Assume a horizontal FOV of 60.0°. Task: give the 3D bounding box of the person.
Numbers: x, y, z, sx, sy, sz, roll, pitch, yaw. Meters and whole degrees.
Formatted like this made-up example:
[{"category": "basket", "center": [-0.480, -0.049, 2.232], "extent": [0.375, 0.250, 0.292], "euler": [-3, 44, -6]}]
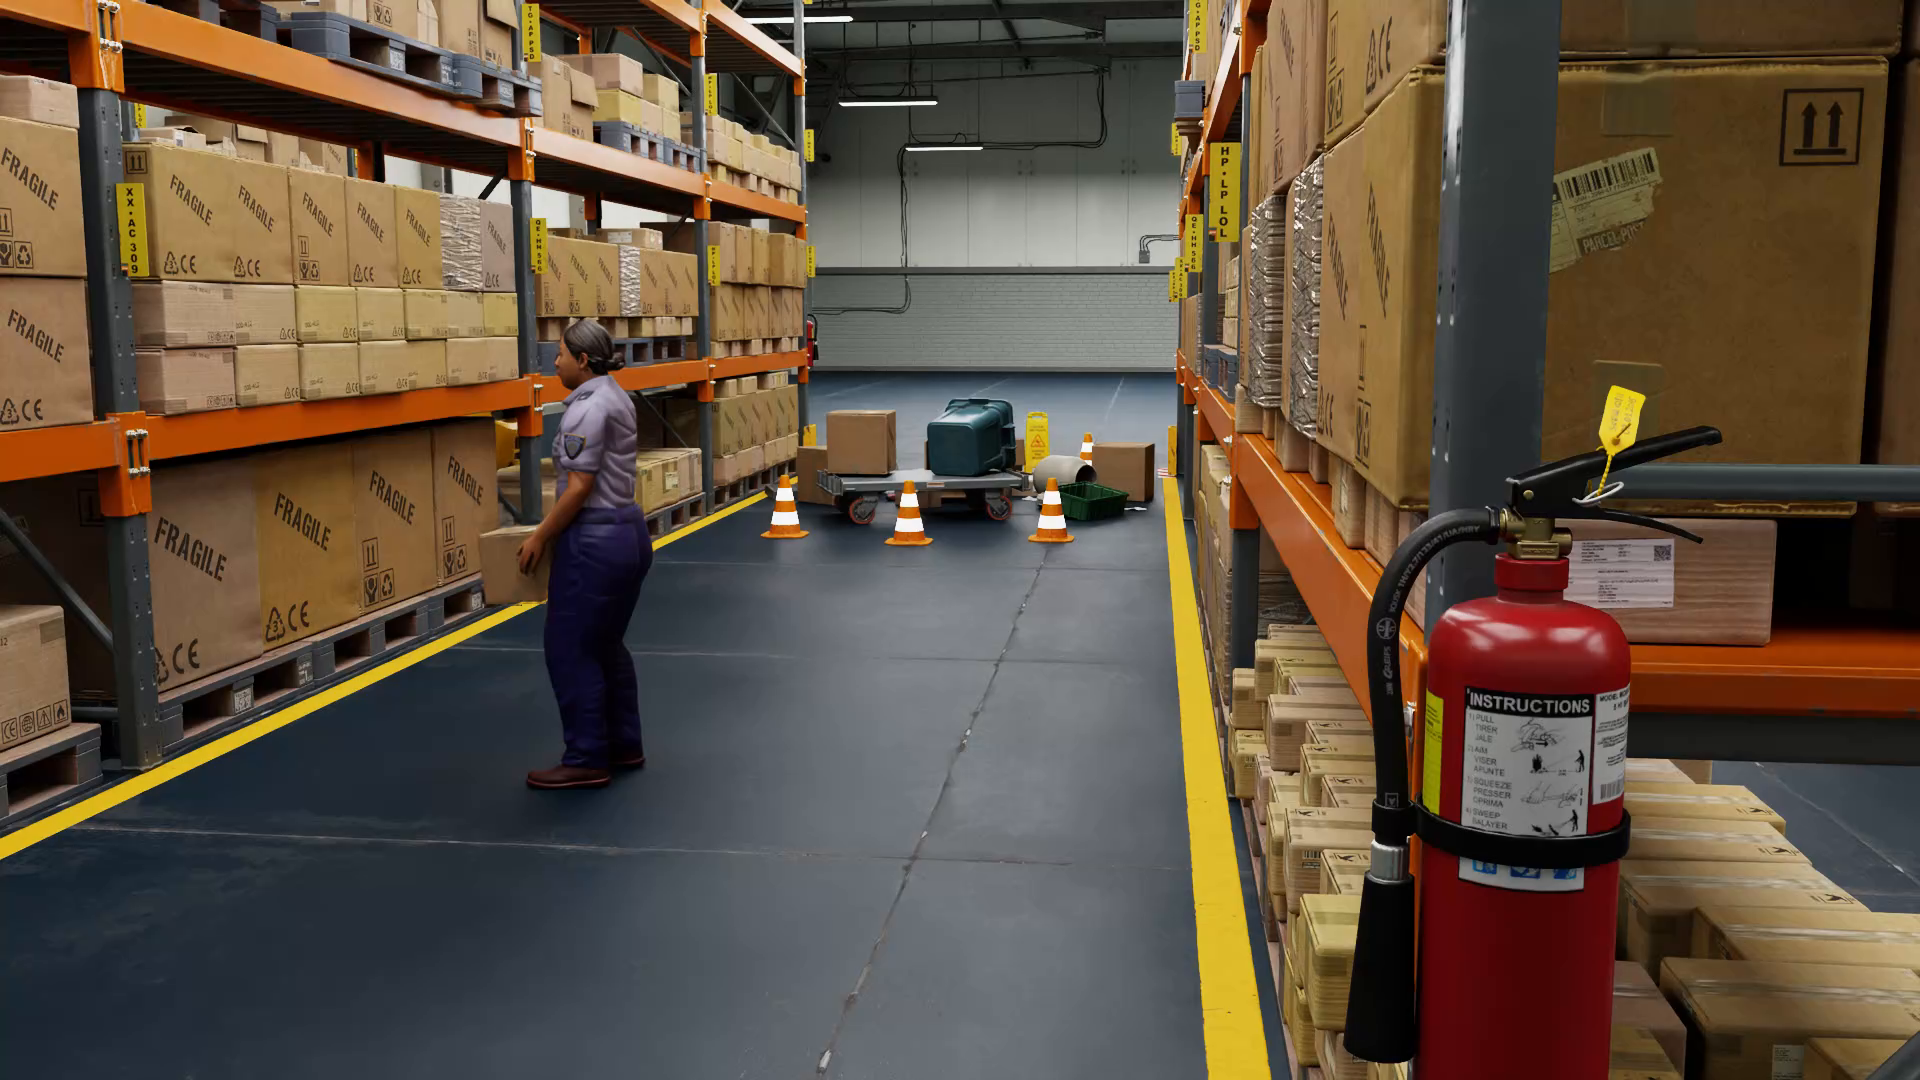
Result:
[{"category": "person", "center": [-1.337, 0.098, 5.970], "extent": [0.423, 1.554, 0.506], "euler": [1, 8, 5]}]
